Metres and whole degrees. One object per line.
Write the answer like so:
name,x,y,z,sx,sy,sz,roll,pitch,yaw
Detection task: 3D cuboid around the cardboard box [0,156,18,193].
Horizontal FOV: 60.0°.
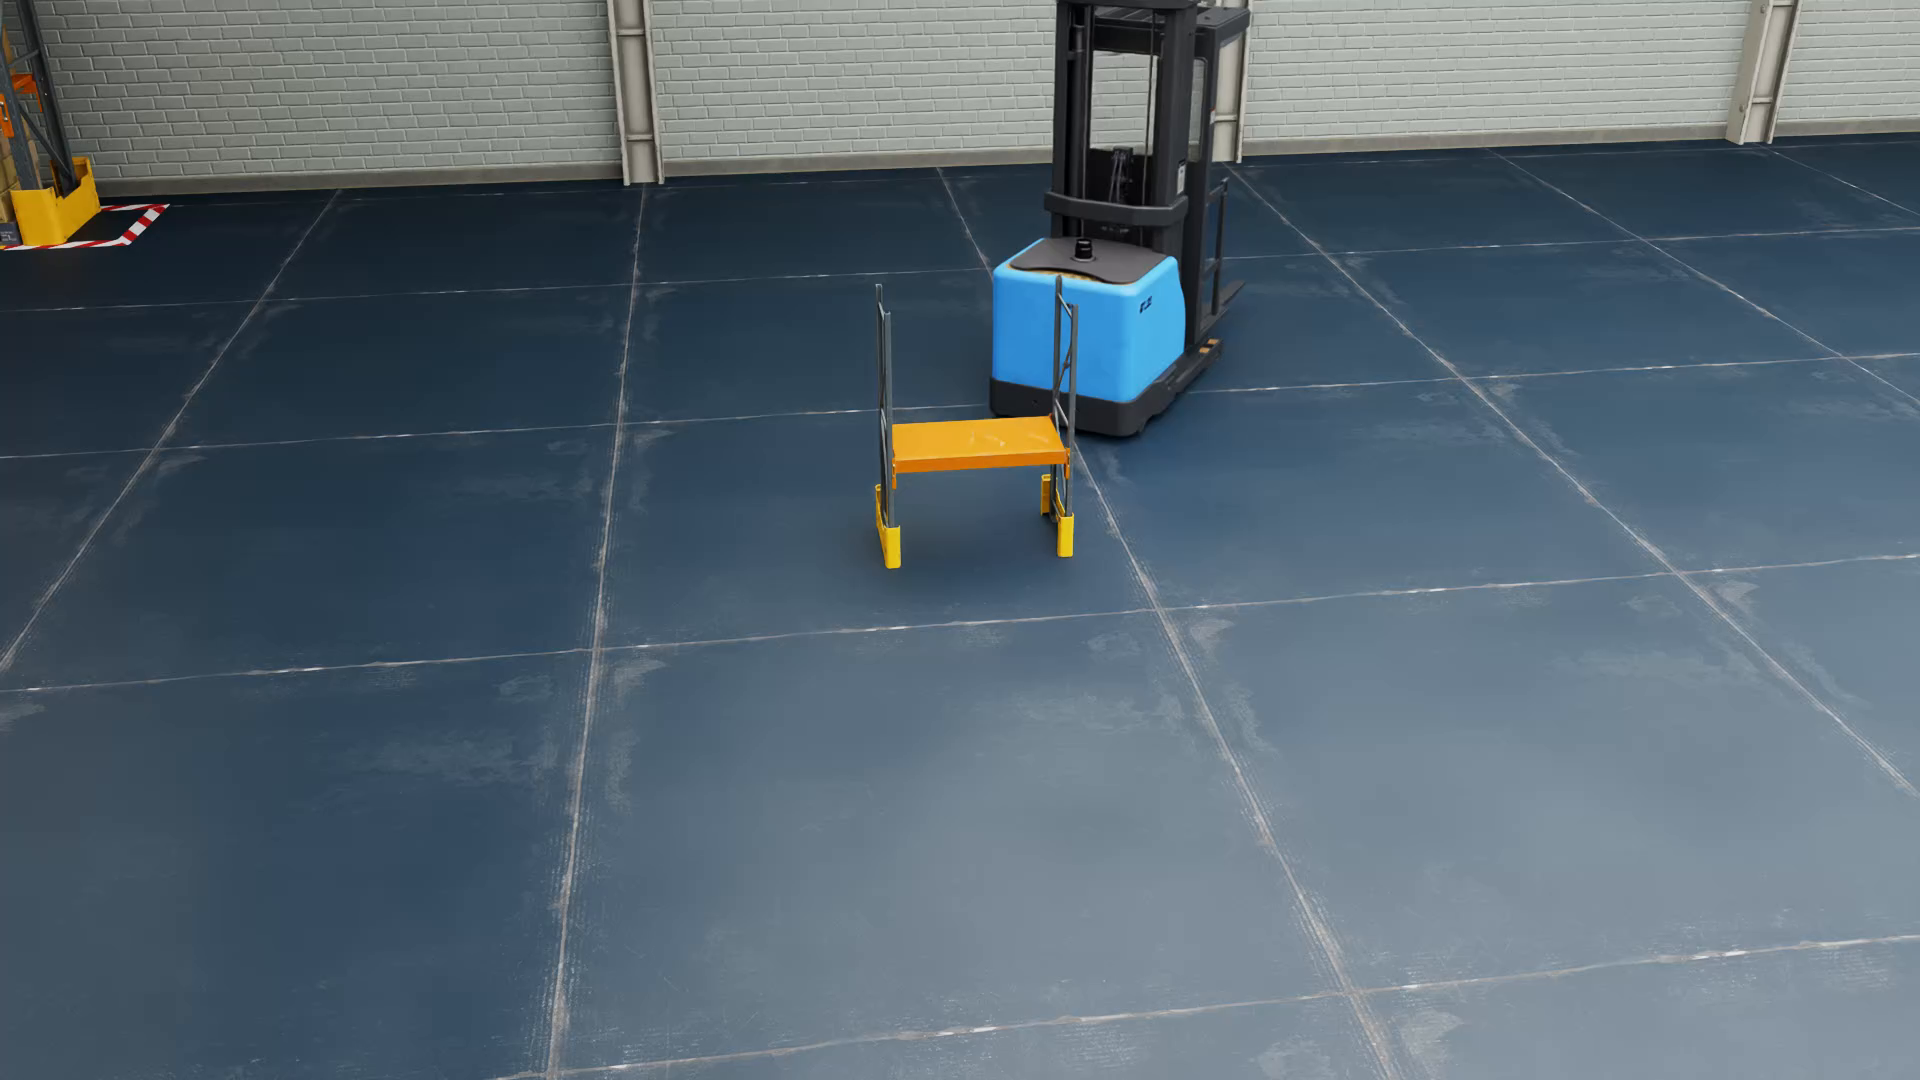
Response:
cardboard box,-8.763,-3.245,14.793,0.500,0.250,0.500,-4,27,-8

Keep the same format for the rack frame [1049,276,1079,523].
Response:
rack frame,0.588,-0.705,9.481,0.032,1.500,0.500,-4,27,-7

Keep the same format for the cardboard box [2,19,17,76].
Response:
cardboard box,-8.854,-4.370,14.872,0.500,0.500,0.500,-3,27,-5

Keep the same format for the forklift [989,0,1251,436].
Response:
forklift,1.306,-2.628,11.661,1.130,2.935,3.031,13,30,23

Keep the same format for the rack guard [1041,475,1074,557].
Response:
rack guard,0.569,-0.148,9.764,0.087,0.250,0.587,-4,27,-7

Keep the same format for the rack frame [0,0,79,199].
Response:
rack frame,-8.325,-4.232,14.711,0.127,3.000,1.000,-4,27,-7

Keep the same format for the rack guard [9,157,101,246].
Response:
rack guard,-8.301,-3.121,15.285,0.348,0.500,1.175,-4,27,-7

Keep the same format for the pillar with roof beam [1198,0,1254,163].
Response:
pillar with roof beam,3.343,-6.081,11.744,0.400,9.000,9.100,-4,27,-7

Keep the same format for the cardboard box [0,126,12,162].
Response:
cardboard box,-8.737,-3.470,14.683,0.500,0.250,0.500,-3,27,-5

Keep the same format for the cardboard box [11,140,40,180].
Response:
cardboard box,-8.819,-3.481,15.254,0.500,0.250,0.500,-3,27,-6

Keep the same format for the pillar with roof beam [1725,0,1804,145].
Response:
pillar with roof beam,9.284,-6.463,12.488,0.400,9.000,9.100,-4,27,-7

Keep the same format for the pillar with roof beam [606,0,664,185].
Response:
pillar with roof beam,-2.599,-5.699,11.000,0.400,9.000,9.100,-4,27,-7

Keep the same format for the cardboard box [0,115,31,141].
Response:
cardboard box,-8.827,-3.695,15.122,0.500,0.250,0.500,-4,27,-8

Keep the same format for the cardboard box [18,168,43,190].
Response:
cardboard box,-8.838,-3.252,15.354,0.500,0.250,0.500,-4,27,-7

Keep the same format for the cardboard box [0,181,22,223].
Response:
cardboard box,-8.746,-3.022,14.906,0.500,0.250,0.500,-3,27,-7

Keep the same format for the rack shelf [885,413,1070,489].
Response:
rack shelf,0.084,-0.513,9.500,1.000,0.185,0.538,-4,27,-7

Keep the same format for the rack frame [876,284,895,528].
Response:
rack frame,-0.419,-0.640,9.355,0.032,1.500,0.500,-4,27,-7

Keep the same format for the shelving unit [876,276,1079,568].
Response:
shelving unit,0.075,-0.672,9.417,1.083,1.500,0.587,-4,27,-7

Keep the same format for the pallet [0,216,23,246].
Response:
pallet,-9.076,-2.923,15.216,1.213,0.211,1.003,-4,27,-7

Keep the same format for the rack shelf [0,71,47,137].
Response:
rack shelf,-10.305,-3.784,14.628,4.000,0.370,1.077,-4,27,-7

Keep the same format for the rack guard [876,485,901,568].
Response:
rack guard,-0.418,-0.084,9.641,0.087,0.250,0.587,-4,27,-7
